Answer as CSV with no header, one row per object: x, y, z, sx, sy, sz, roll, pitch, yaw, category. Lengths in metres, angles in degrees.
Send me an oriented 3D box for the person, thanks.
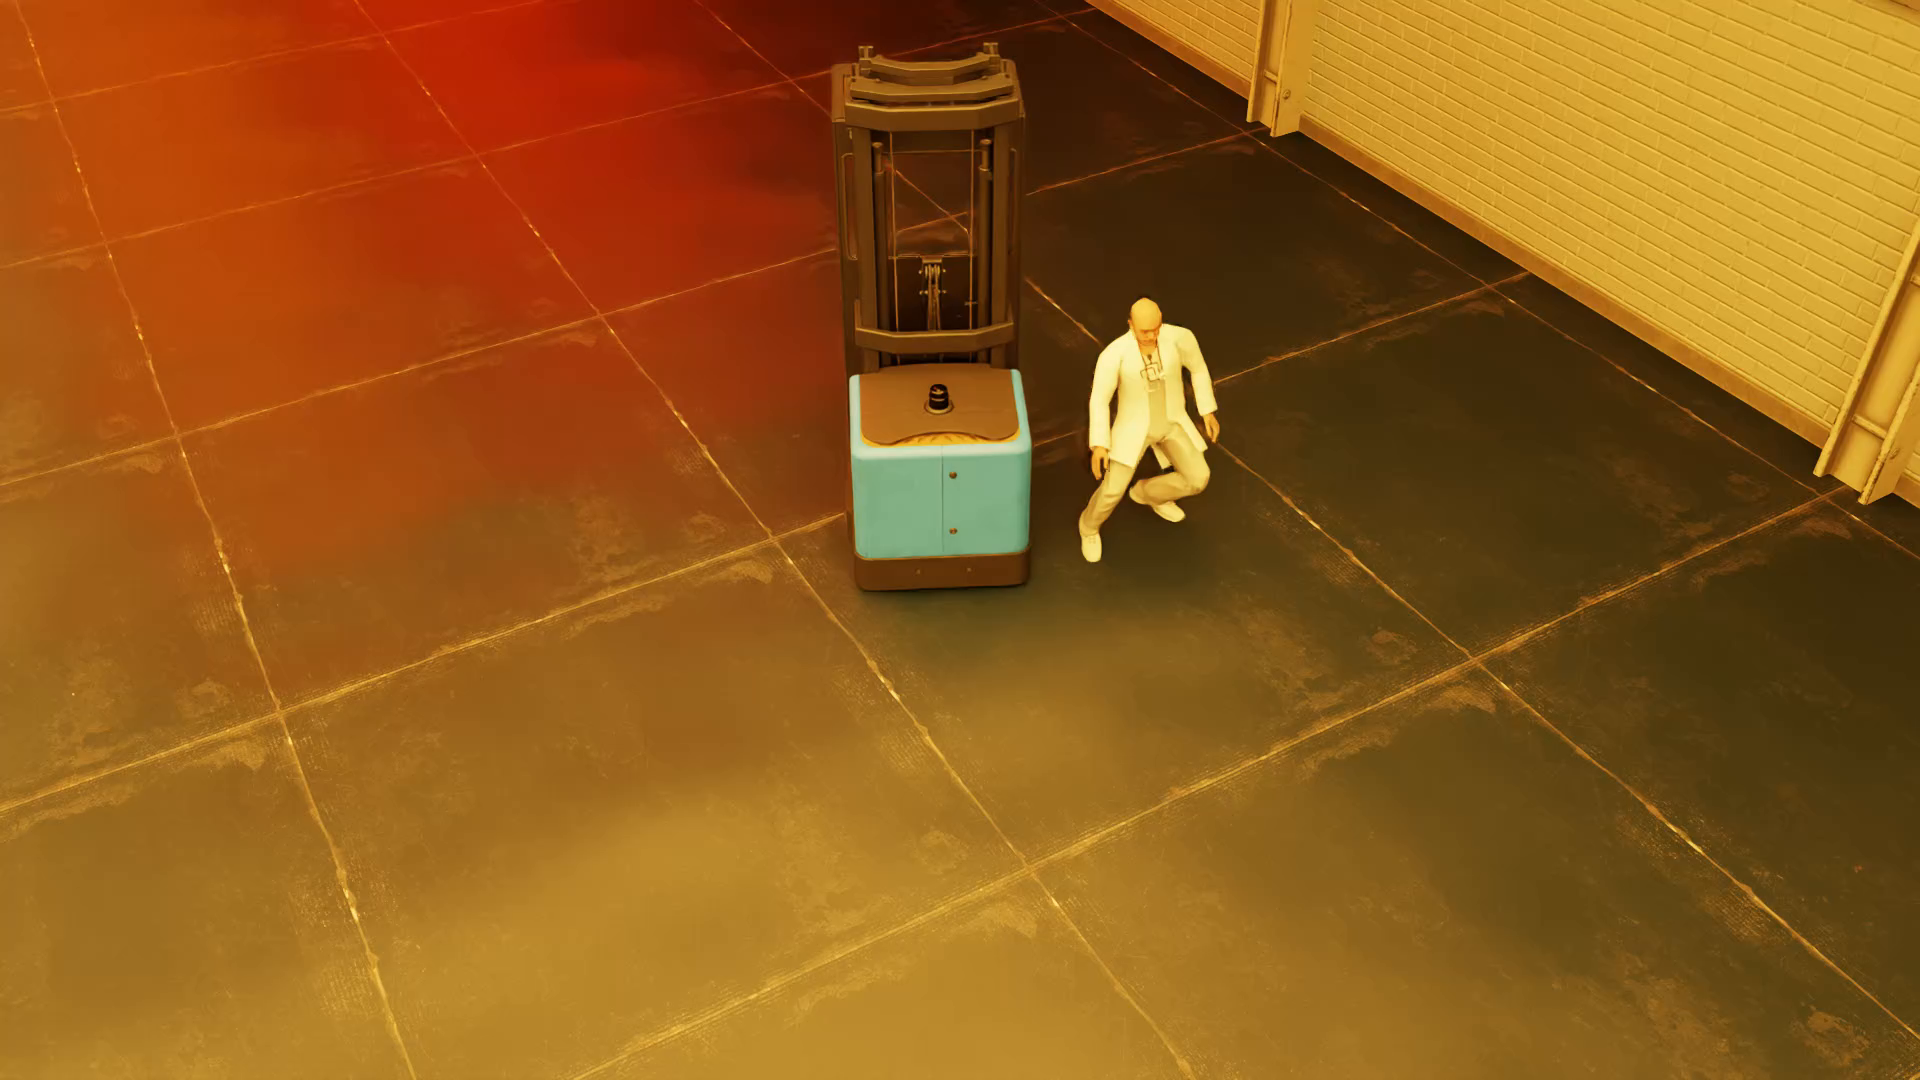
1.124,-0.634,9.828,0.830,1.635,0.649,-7,40,-8,person

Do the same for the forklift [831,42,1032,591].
-0.191,-1.754,10.151,1.130,2.935,3.031,-2,40,-3,forklift
